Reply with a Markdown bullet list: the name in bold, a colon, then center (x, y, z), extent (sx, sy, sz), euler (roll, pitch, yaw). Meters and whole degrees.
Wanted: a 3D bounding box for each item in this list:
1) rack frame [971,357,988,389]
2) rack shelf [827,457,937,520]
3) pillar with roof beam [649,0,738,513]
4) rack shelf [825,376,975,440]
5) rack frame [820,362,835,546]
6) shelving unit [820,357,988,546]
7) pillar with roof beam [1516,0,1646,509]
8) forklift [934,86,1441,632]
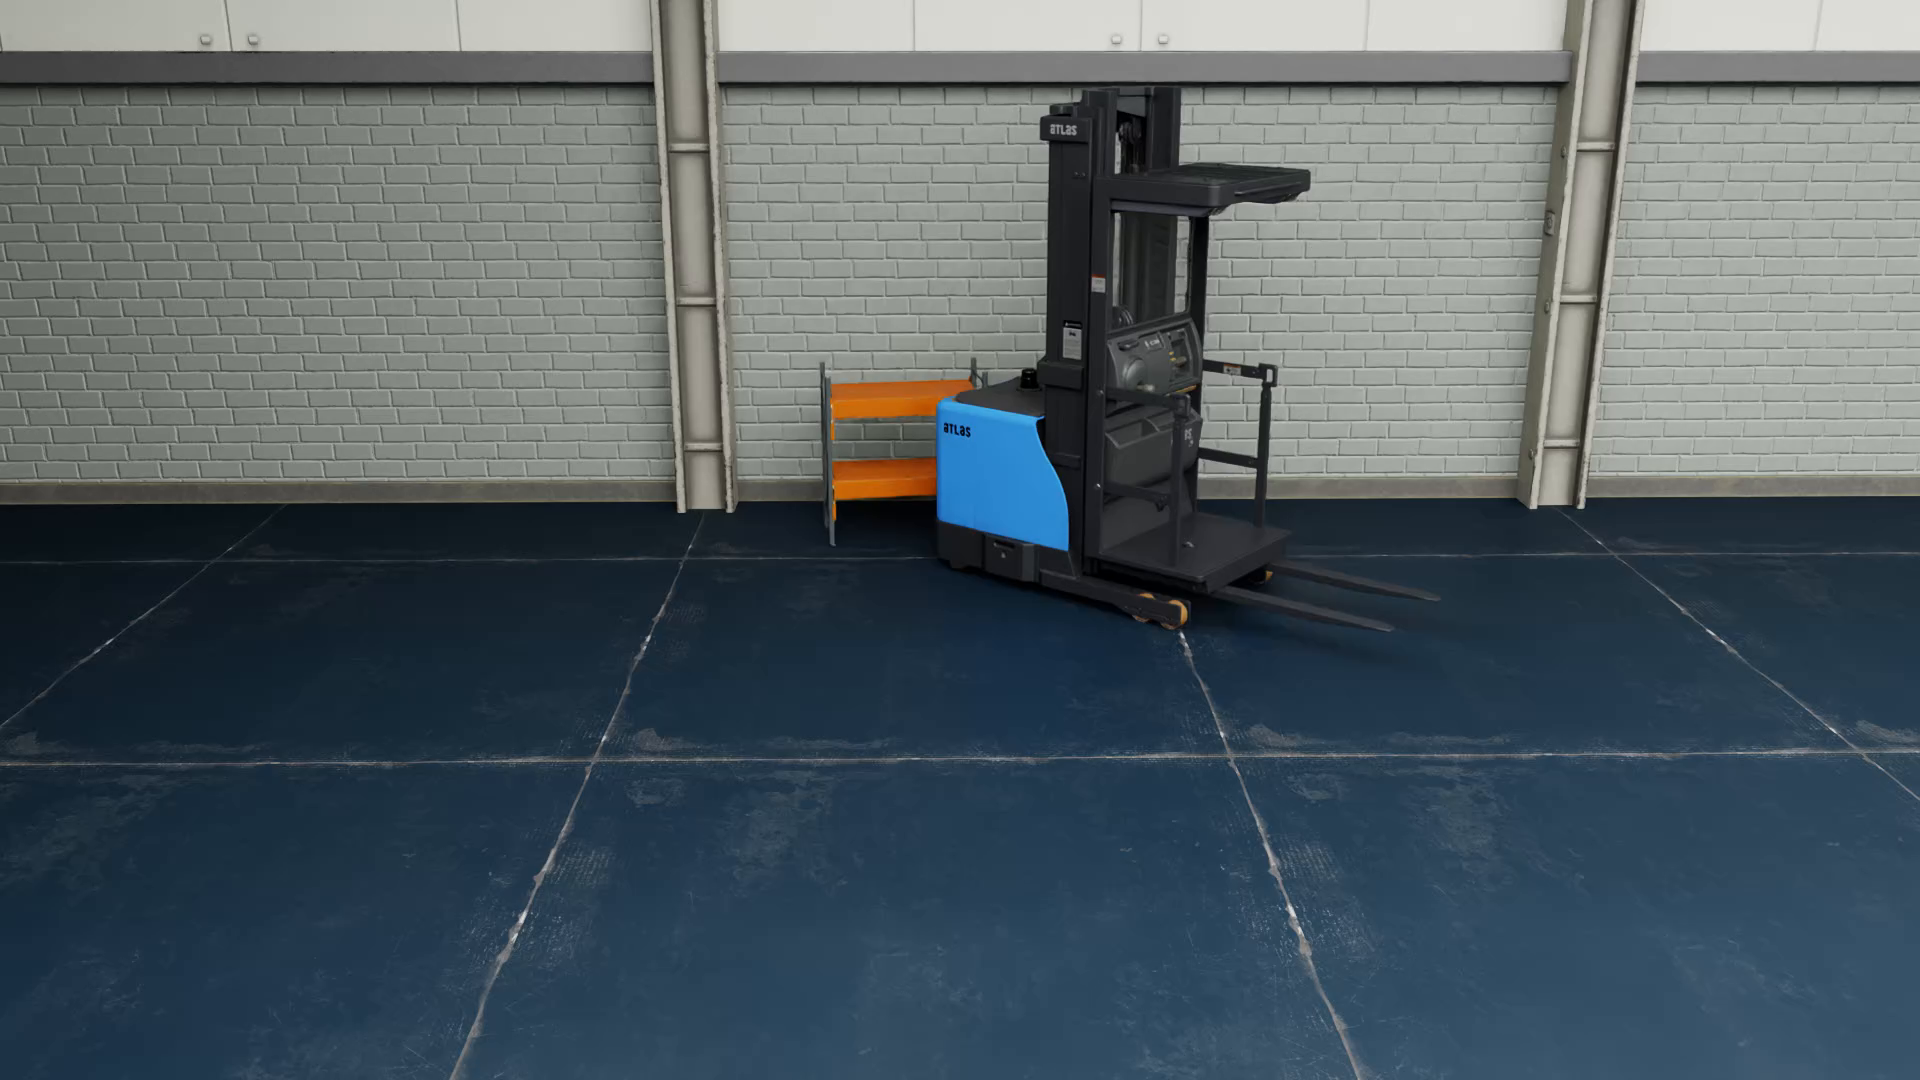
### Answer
- **rack frame**: center (0.126, -0.621, 11.142), extent (0.032, 1.125, 0.500), euler (-3, 18, -9)
- **rack shelf**: center (-0.376, -0.364, 11.140), extent (1.000, 0.278, 0.538), euler (-3, 18, -9)
- **pillar with roof beam**: center (-1.718, -3.210, 6.322), extent (0.400, 9.000, 9.100), euler (0, 18, -1)
- **rack shelf**: center (-0.376, -0.875, 10.976), extent (1.000, 0.278, 0.538), euler (-3, 18, -9)
- **rack frame**: center (-0.878, -0.572, 10.989), extent (0.032, 1.125, 0.500), euler (-3, 18, -9)
- **shelving unit**: center (-0.376, -0.596, 11.065), extent (1.048, 1.125, 0.538), euler (-3, 18, -9)
- **pillar with roof beam**: center (4.281, -3.239, 6.413), extent (0.400, 9.000, 9.100), euler (0, 18, -1)
- **forklift**: center (1.304, -1.069, 9.583), extent (3.031, 2.935, 1.130), euler (14, 22, 36)
